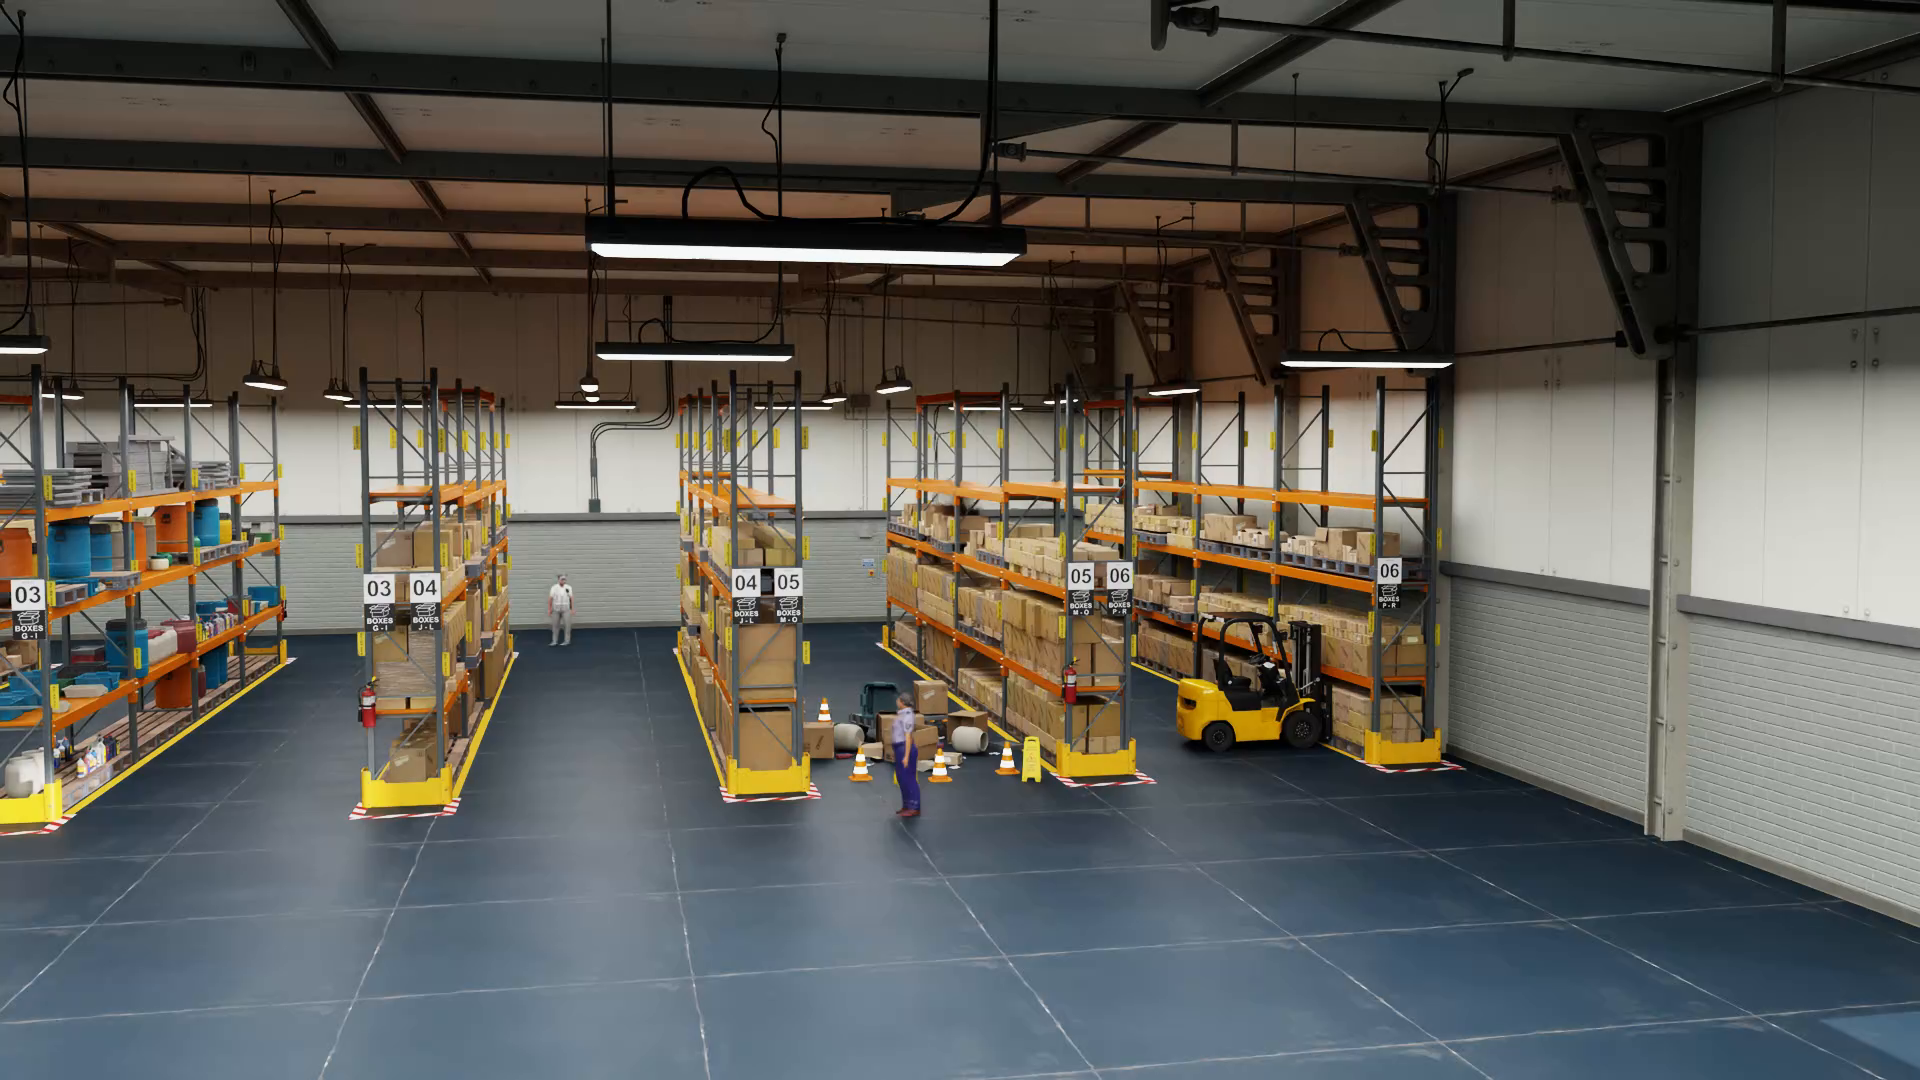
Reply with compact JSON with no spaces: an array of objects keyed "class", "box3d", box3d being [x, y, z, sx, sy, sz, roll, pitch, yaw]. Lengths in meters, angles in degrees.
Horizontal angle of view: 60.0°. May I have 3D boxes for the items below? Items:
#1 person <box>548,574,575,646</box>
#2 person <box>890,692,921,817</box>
[{"class":"person","box3d":[-9.750,1.701,40.685,0.634,1.770,0.415,0,3,-8]},{"class":"person","box3d":[-0.737,2.882,22.218,0.385,1.662,0.605,-1,3,-13]}]
